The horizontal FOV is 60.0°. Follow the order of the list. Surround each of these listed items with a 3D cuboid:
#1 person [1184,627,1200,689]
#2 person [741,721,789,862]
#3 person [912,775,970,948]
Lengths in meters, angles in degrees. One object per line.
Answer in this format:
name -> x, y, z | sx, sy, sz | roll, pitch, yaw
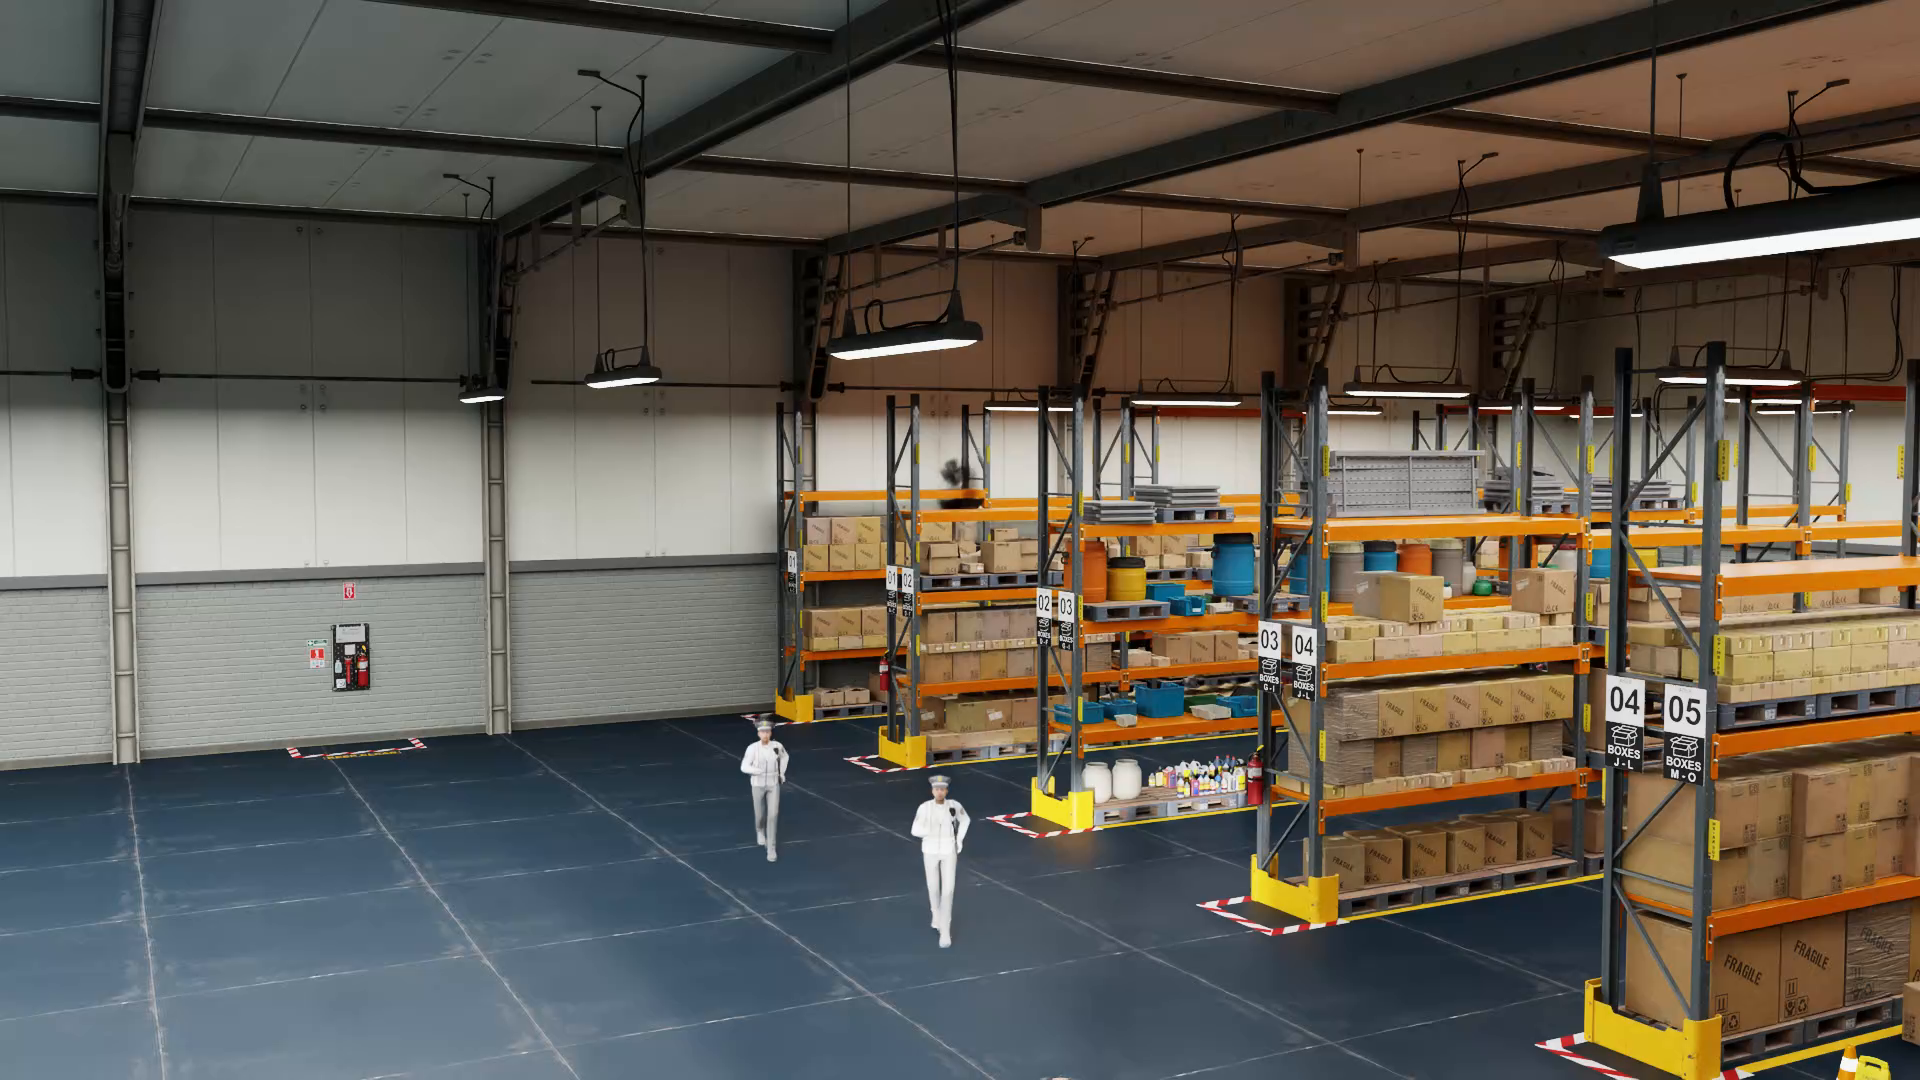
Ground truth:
person -> 4.540, 2.453, 32.551 | 0.738, 1.806, 0.671 | -2, 4, -35
person -> -2.447, 3.107, 20.944 | 0.612, 1.696, 0.920 | -1, 3, -10
person -> -0.204, 3.320, 17.450 | 0.600, 1.744, 0.740 | 0, 3, 3
